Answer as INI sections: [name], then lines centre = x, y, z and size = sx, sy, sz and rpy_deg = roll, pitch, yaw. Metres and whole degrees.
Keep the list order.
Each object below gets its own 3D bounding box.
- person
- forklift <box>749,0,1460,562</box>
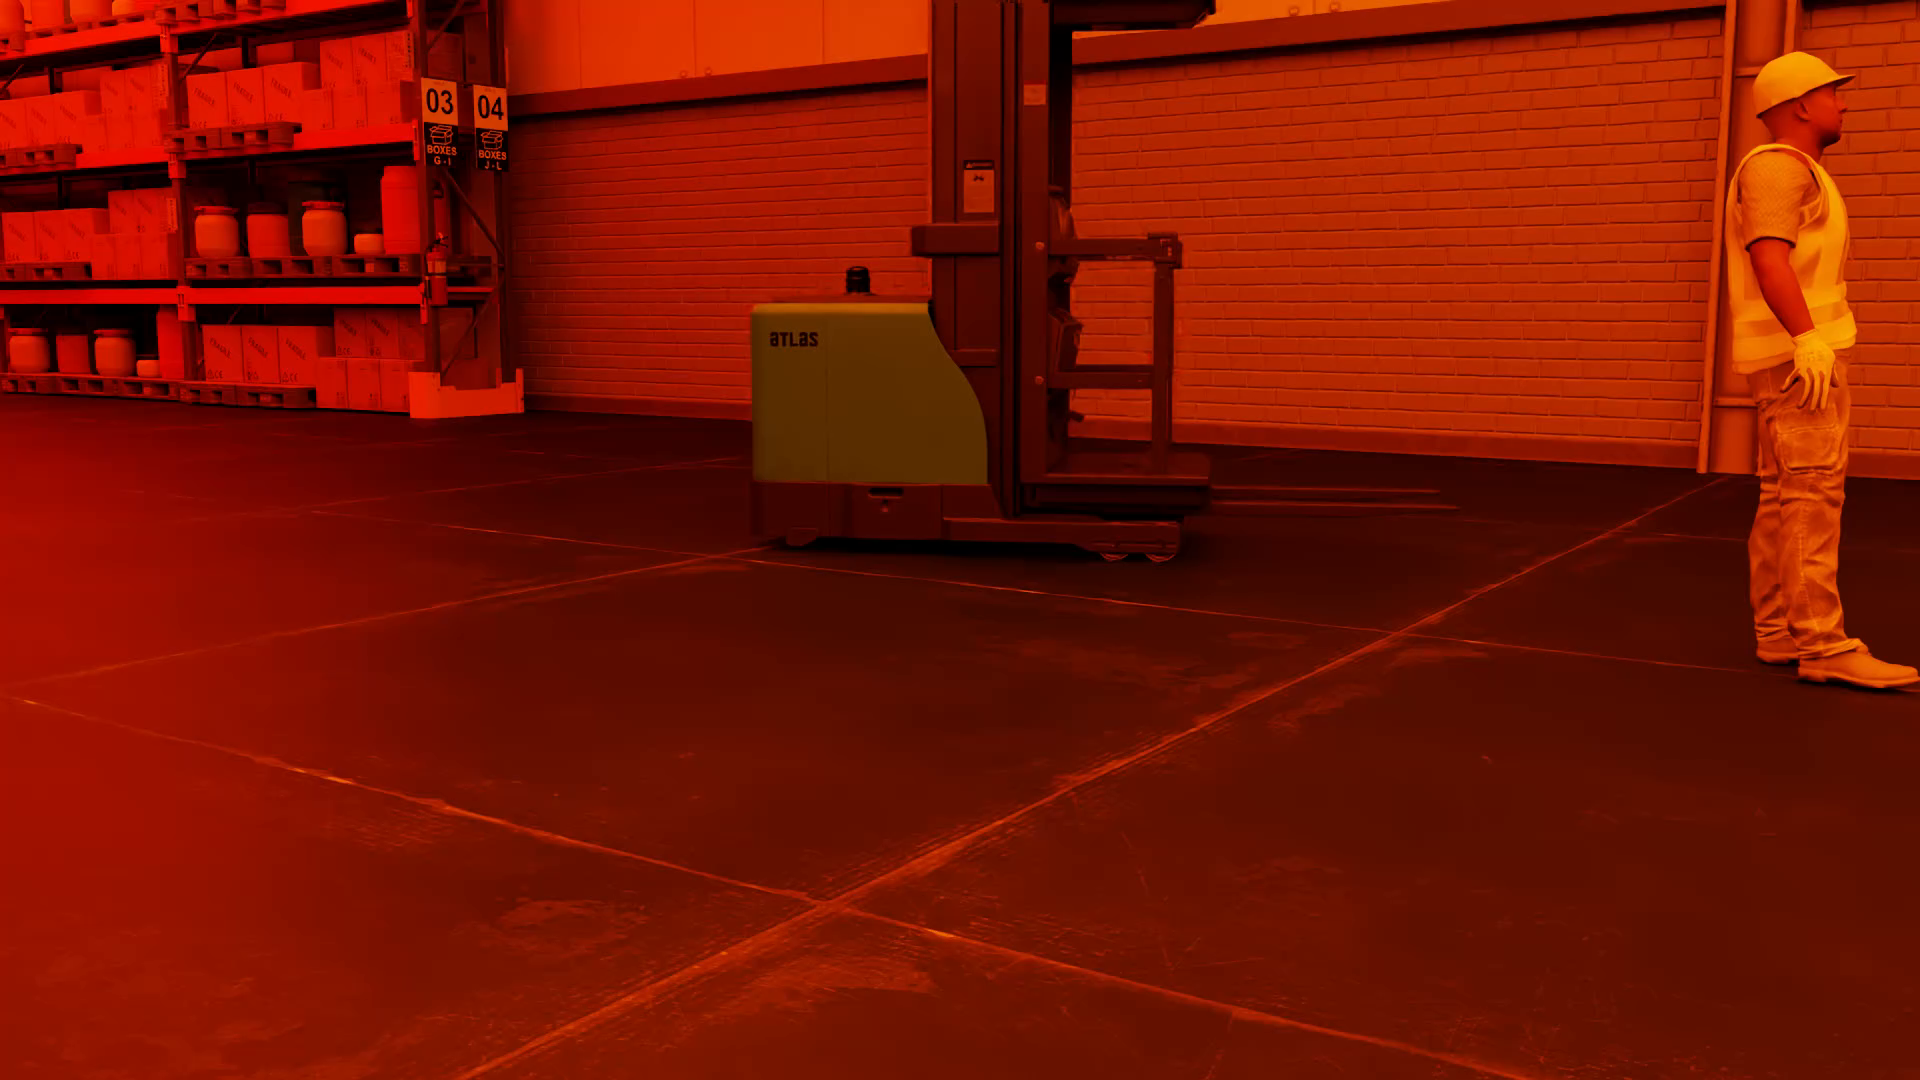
[person]
centre = 2.512, -0.513, 4.830
size = 0.573, 1.783, 0.655
rpy_deg = 4, 9, 26
[forklift]
centre = 0.640, -1.439, 7.314
size = 3.031, 2.935, 1.130
rpy_deg = 1, 8, 9
